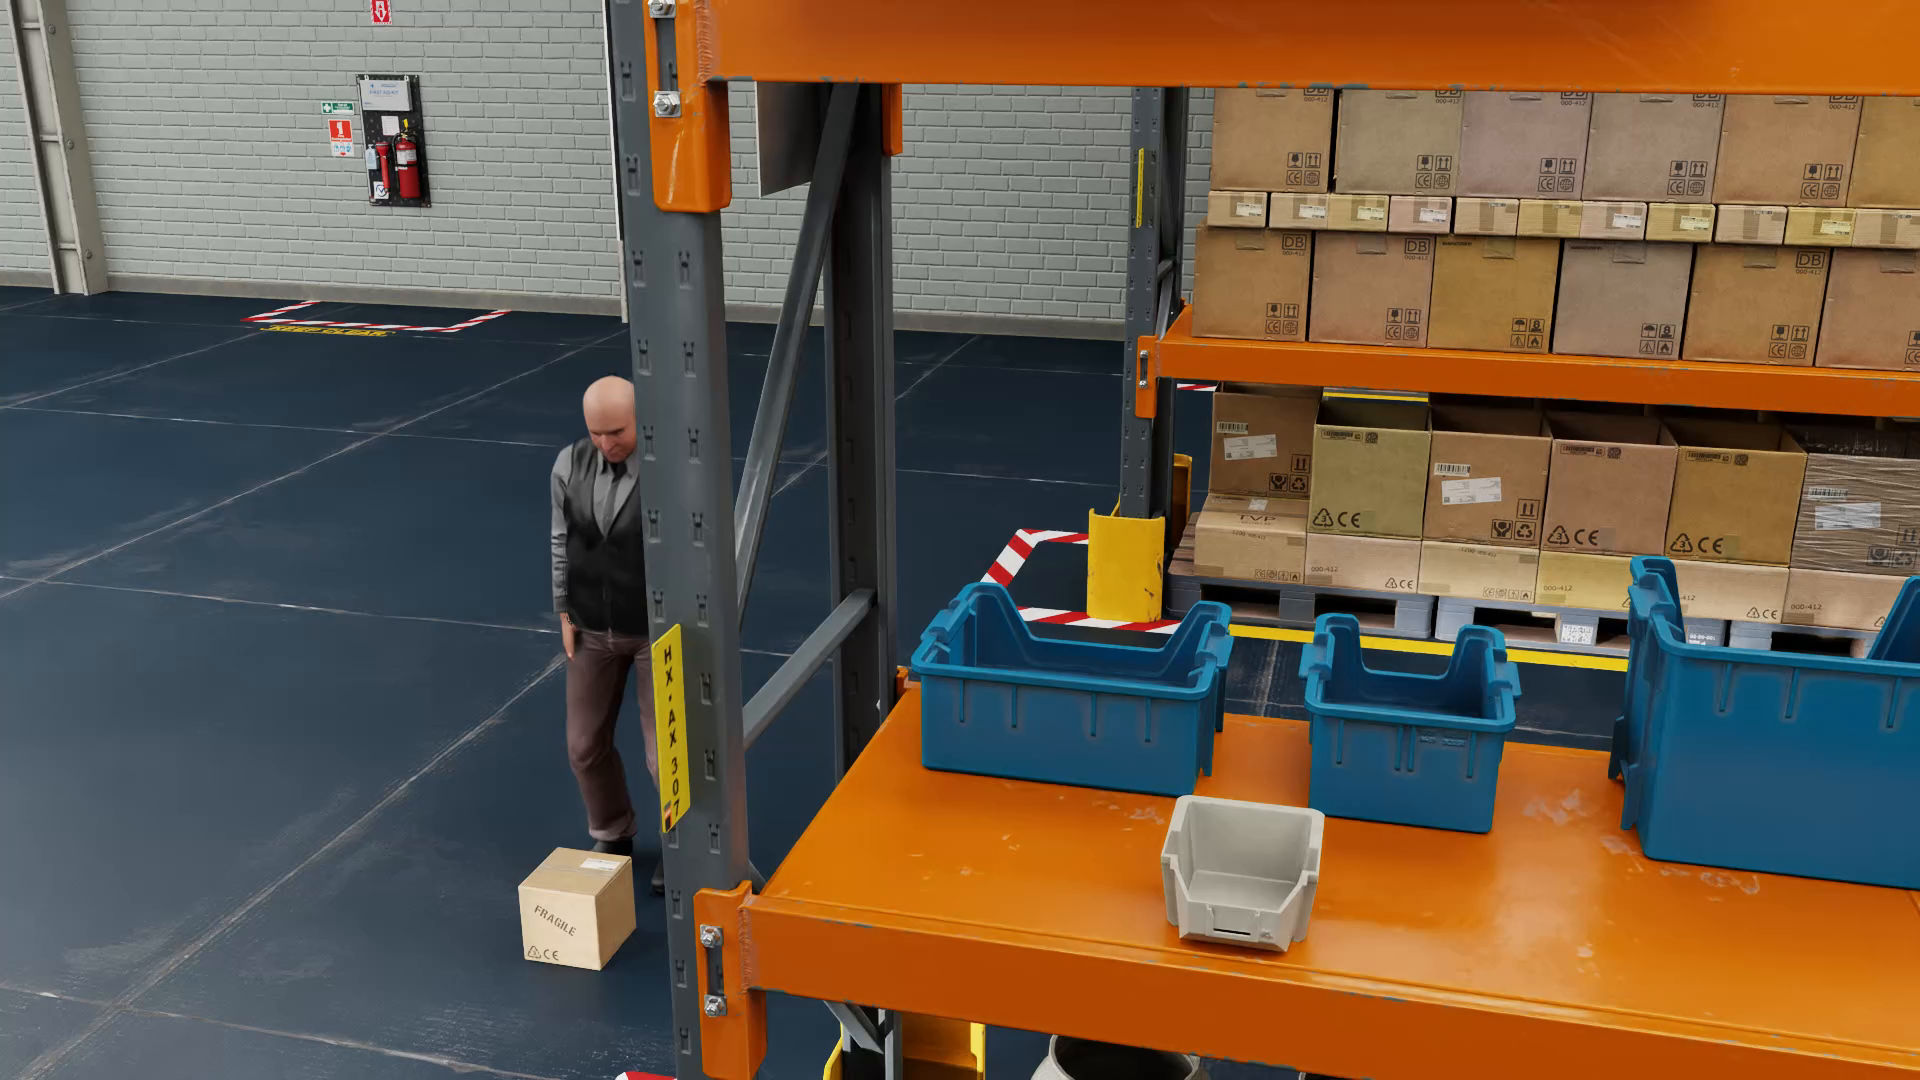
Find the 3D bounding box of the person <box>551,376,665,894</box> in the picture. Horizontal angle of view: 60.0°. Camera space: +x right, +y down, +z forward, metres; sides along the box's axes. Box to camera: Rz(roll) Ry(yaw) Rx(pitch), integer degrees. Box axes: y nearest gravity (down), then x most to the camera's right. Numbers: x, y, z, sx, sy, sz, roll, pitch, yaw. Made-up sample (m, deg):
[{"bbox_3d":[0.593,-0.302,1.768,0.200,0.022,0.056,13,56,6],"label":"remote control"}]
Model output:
[{"bbox_3d":[-1.017,0.294,5.274,0.552,1.685,0.403,5,19,15],"label":"person"}]
